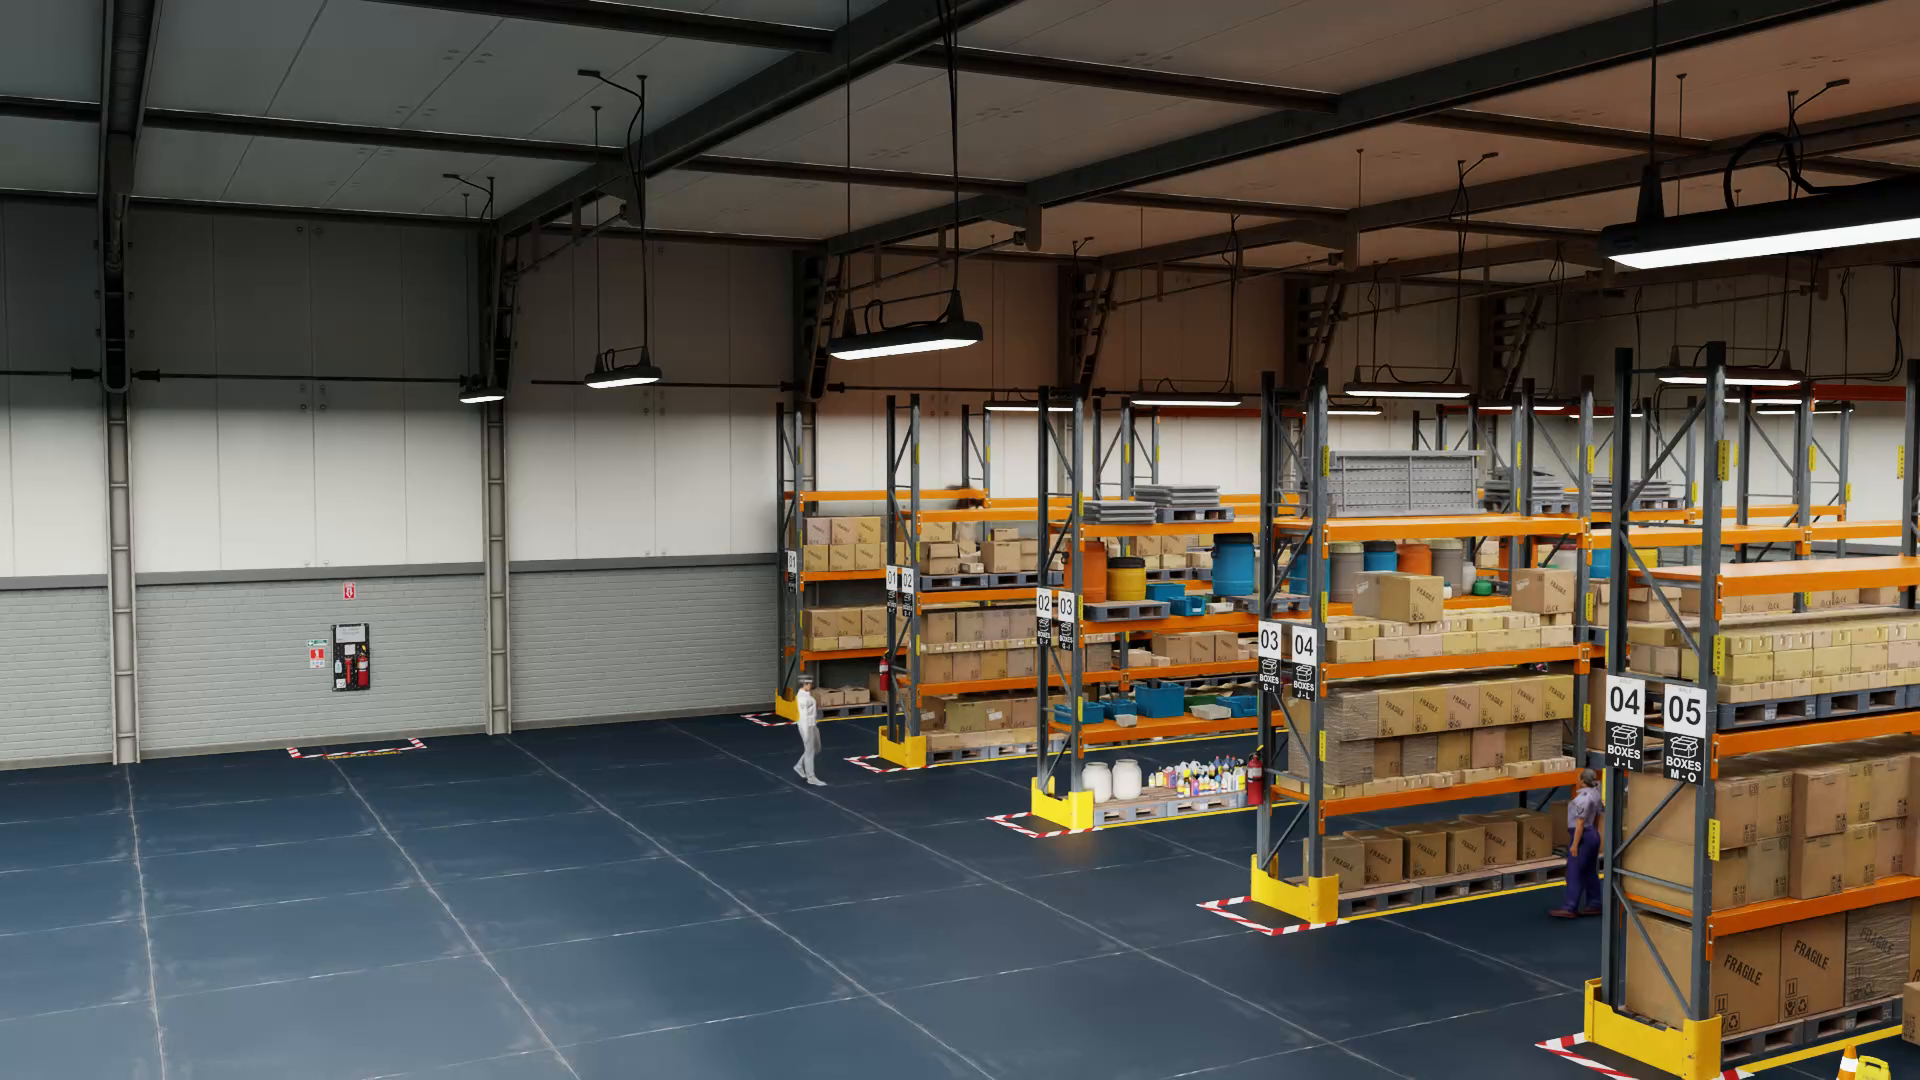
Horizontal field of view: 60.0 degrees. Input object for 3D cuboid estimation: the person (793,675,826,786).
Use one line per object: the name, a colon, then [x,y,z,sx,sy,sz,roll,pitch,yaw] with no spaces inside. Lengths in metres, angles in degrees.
person: [-2.320,2.877,25.500,0.478,1.633,0.539,0,3,5]

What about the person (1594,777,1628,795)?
person: [9.616,2.906,24.409,1.128,1.727,0.524,-2,4,-35]

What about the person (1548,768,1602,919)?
person: [6.770,3.311,18.267,0.537,1.641,0.478,1,4,25]
